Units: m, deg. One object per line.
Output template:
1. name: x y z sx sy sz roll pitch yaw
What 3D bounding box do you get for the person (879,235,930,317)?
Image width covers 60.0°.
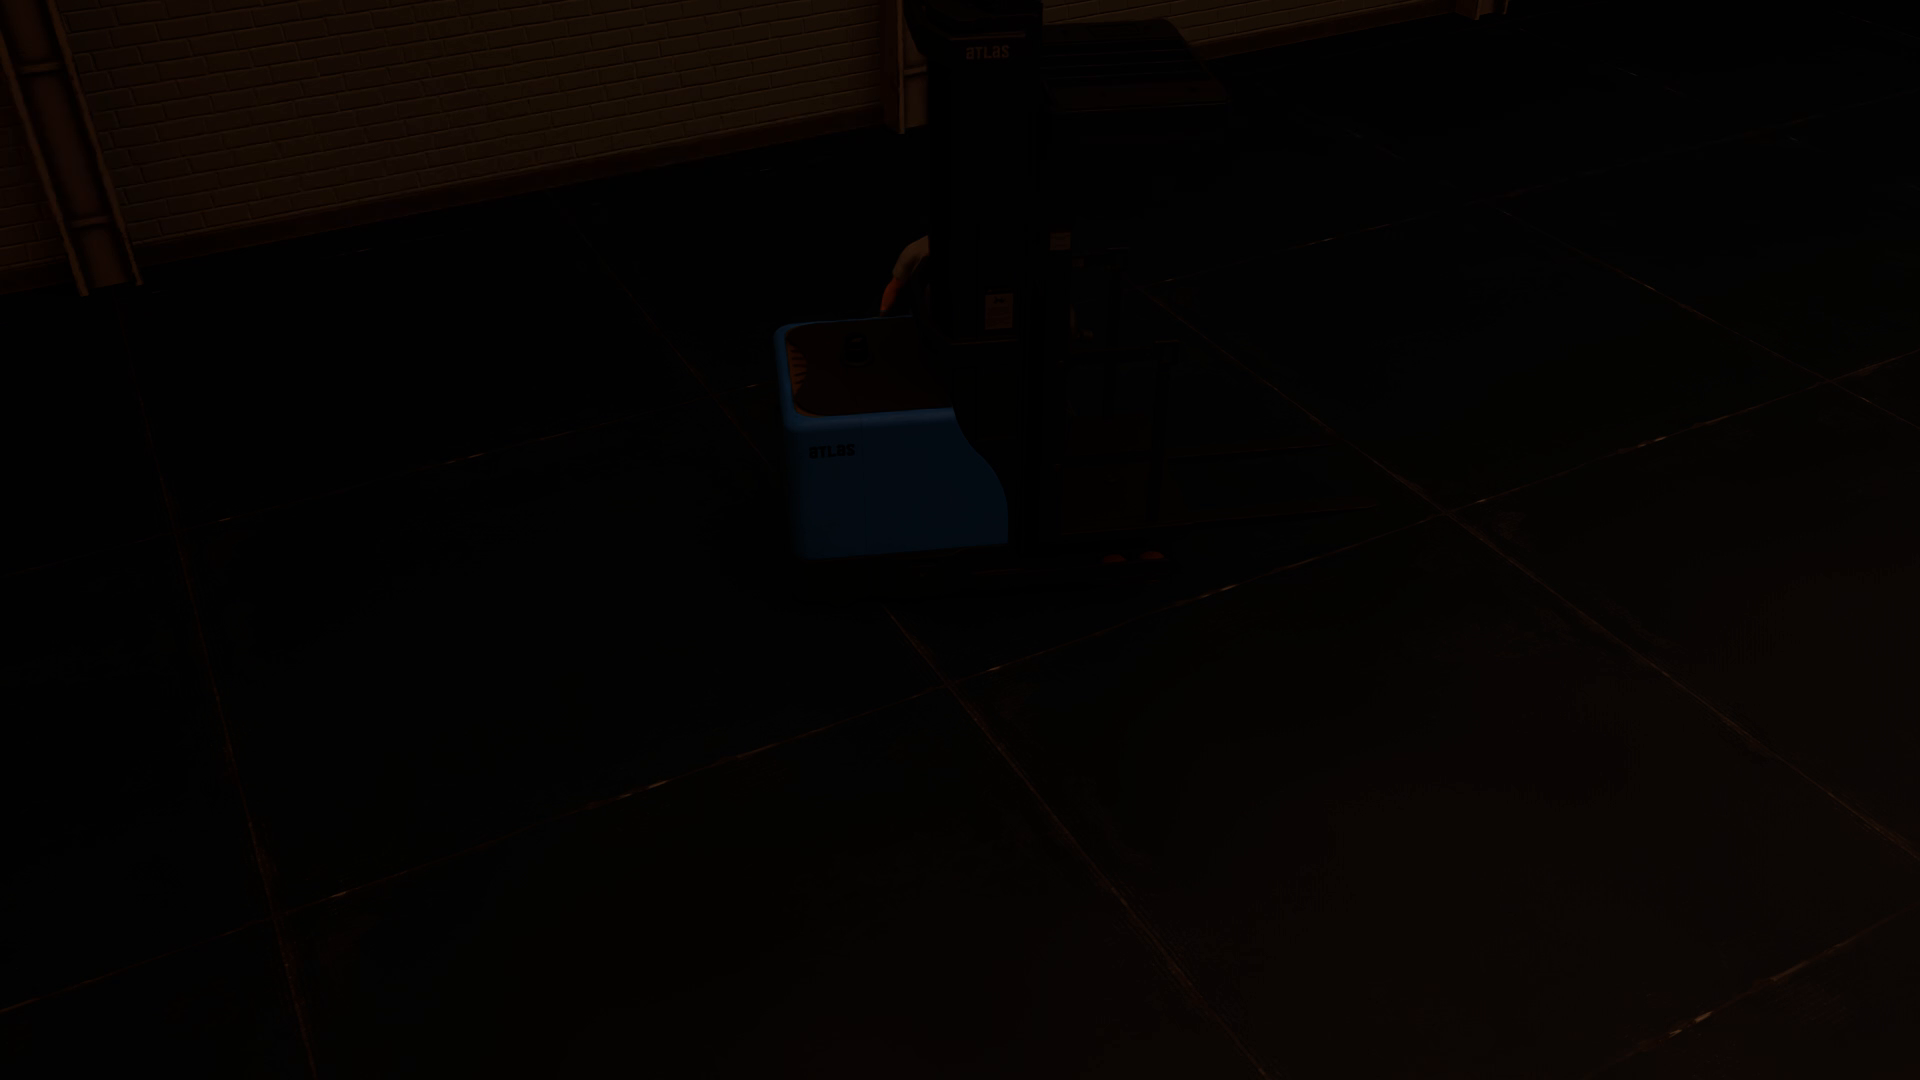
1. person: -0.066 -1.099 8.924 0.870 1.552 0.702 4 36 6

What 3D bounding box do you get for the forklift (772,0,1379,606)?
1. forklift: 0.607 -1.257 7.901 3.031 2.935 1.130 -5 36 -7
